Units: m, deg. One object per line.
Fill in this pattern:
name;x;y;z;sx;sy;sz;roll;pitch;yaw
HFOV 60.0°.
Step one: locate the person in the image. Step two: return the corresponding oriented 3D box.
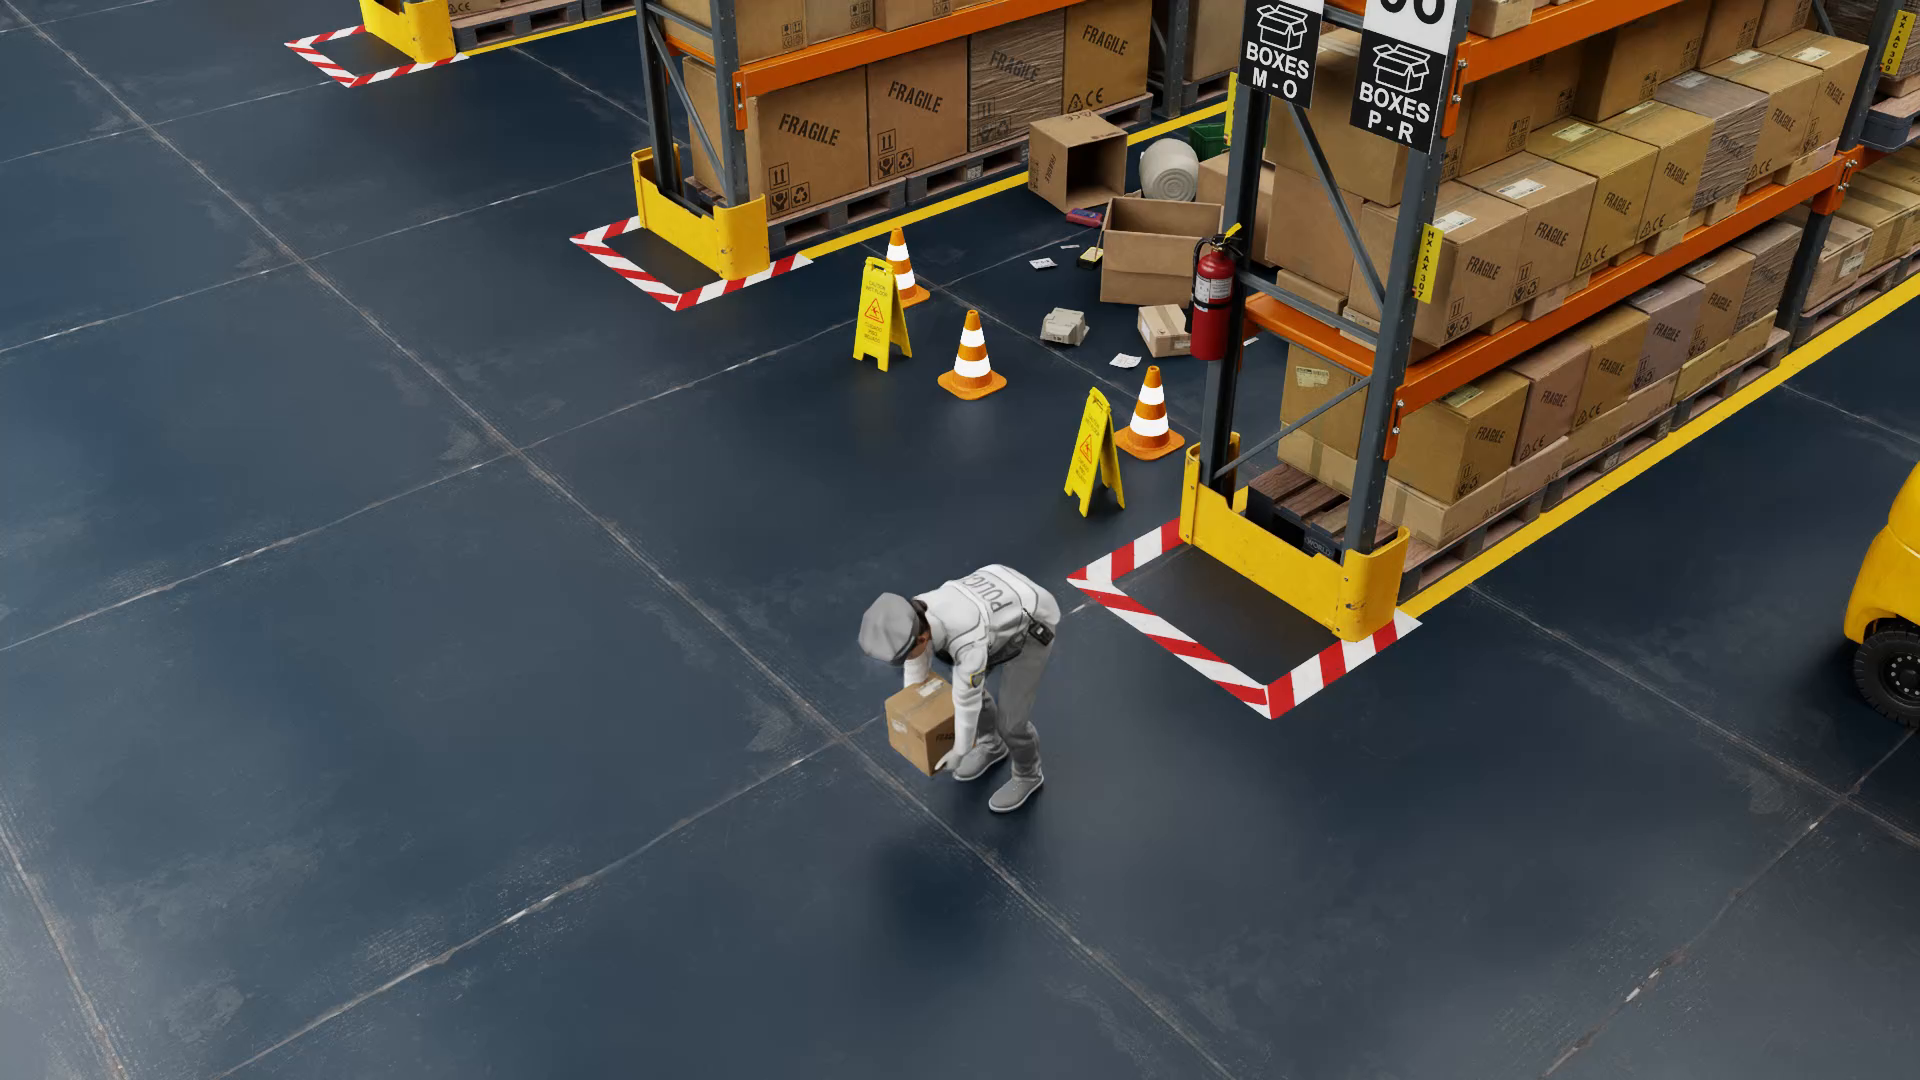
person;-0.005;0.610;6.595;0.906;1.251;0.411;-28;44;-33
